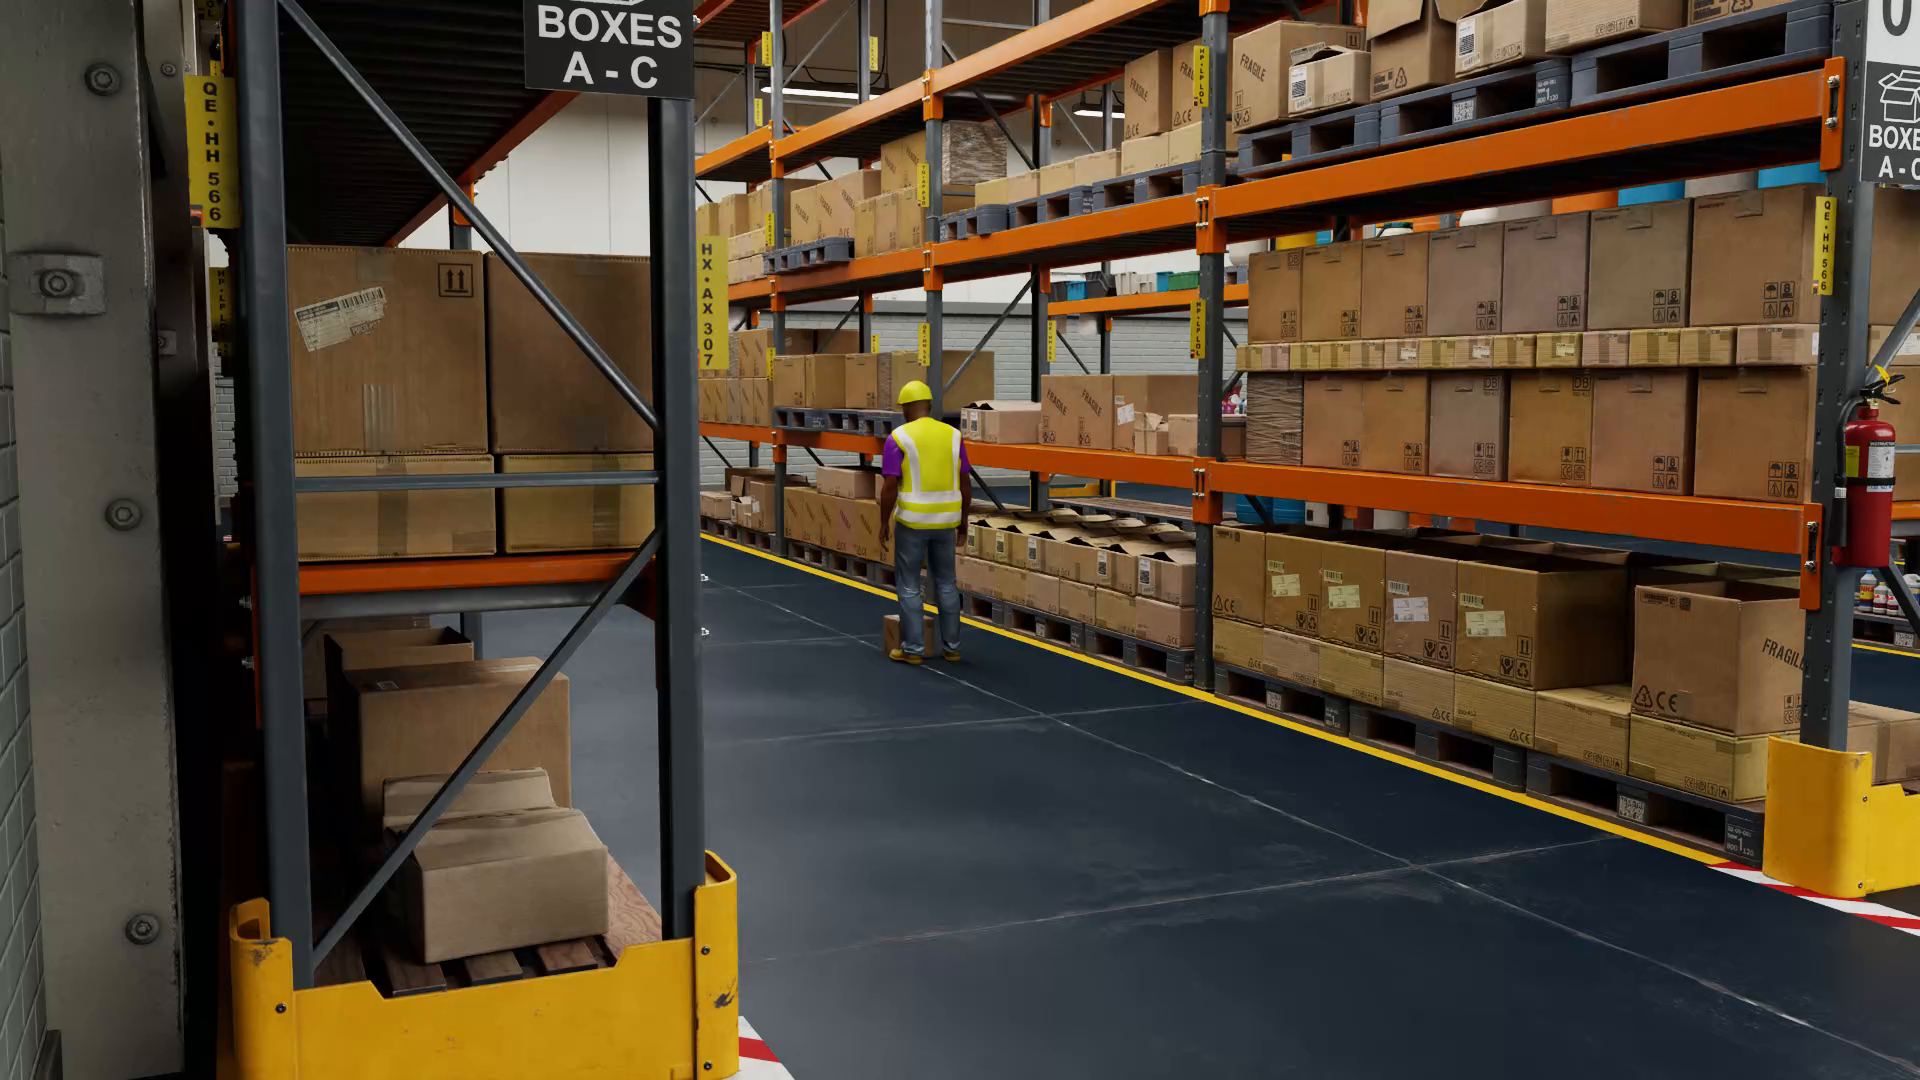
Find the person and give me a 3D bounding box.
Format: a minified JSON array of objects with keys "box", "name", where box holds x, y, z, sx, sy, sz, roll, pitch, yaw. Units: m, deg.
[{"box":[-0.227,-0.113,10.387,0.625,1.759,0.463,-3,6,-26],"name":"person"}]
